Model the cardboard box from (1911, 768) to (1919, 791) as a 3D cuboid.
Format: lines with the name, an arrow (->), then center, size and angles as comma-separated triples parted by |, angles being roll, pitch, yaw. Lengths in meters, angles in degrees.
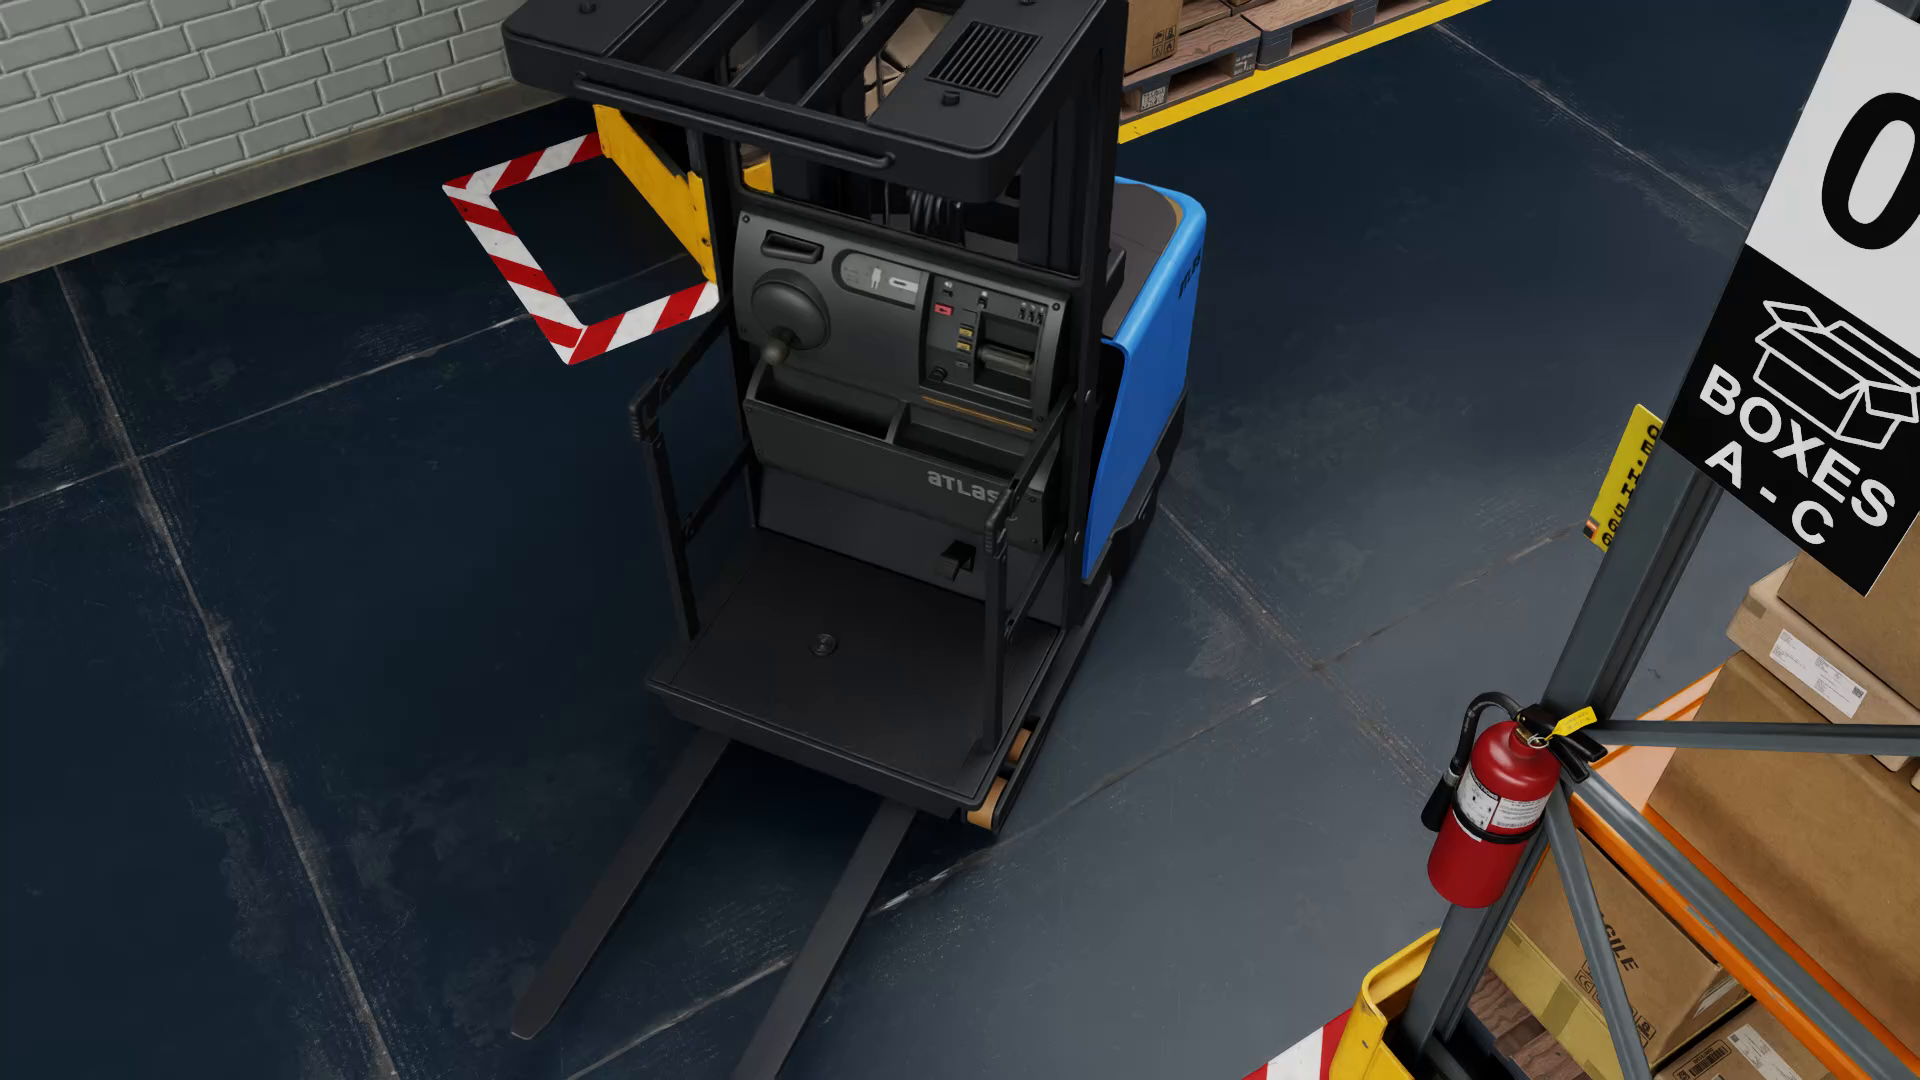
cardboard box -> 1.889, 0.453, 2.837 | 0.250, 0.149, 0.380 | -26, 53, -21

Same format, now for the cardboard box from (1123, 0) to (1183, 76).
cardboard box -> 0.559, -2.427, 7.282 | 0.500, 0.500, 0.700 | -28, 54, -23

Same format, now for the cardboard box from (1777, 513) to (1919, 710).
cardboard box -> 1.889, 0.058, 2.754 | 0.500, 0.500, 0.700 | -25, 53, -21

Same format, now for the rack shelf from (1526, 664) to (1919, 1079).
rack shelf -> 3.134, 0.164, 4.077 | 4.000, 0.370, 1.077 | -25, 53, -21

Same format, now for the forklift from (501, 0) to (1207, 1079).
forklift -> -0.255, -0.484, 4.219 | 1.130, 2.935, 3.031 | 18, 51, 15

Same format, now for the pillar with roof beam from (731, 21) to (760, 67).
pillar with roof beam -> 1.224, -2.507, 1.957 | 0.400, 9.000, 9.100 | -25, 53, -21

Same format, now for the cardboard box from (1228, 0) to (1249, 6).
cardboard box -> 1.323, -2.875, 7.681 | 0.500, 0.500, 0.500 | -29, 54, -23

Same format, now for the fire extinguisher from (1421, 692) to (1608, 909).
fire extinguisher -> 1.095, 0.501, 3.347 | 0.183, 0.674, 0.296 | -25, 53, -21

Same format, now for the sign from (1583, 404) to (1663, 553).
sign -> 1.165, -0.090, 2.888 | 0.005, 0.325, 0.100 | -25, 53, -21

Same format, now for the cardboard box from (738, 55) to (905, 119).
cardboard box -> -0.571, -1.876, 6.918 | 0.500, 0.311, 0.500 | -31, 55, -25

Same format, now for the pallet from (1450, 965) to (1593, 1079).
pallet -> 2.067, 1.318, 4.435 | 1.213, 0.211, 1.003 | -25, 53, -21

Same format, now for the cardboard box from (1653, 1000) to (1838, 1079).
cardboard box -> 2.015, 1.424, 4.034 | 0.500, 0.250, 0.500 | -25, 53, -21

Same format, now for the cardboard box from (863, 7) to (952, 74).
cardboard box -> -0.088, -2.103, 7.120 | 0.500, 0.311, 0.500 | -21, 52, -18

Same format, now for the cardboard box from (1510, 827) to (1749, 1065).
cardboard box -> 1.737, 0.846, 4.046 | 0.500, 0.500, 0.500 | -25, 53, -21

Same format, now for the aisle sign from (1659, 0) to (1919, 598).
aisle sign -> 1.230, -0.302, 2.269 | 0.004, 0.787, 0.394 | -25, 53, -21

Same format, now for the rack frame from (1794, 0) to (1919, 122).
rack frame -> 1.443, -1.273, 0.858 | 0.127, 3.000, 1.000 | -25, 53, -21

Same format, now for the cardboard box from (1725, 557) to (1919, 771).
cardboard box -> 1.664, 0.200, 3.062 | 0.250, 0.149, 0.380 | -26, 53, -21

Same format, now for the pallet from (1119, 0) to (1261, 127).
pallet -> 0.597, -2.293, 7.650 | 1.213, 0.211, 1.003 | -25, 53, -21

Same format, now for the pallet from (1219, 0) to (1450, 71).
pallet -> 1.630, -2.782, 8.086 | 1.213, 0.211, 1.003 | -25, 53, -21

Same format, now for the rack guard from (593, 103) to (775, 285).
rack guard -> -1.139, -1.604, 6.844 | 0.348, 0.500, 1.175 | -25, 53, -21

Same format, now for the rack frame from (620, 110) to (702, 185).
rack frame -> -1.204, -2.405, 5.883 | 0.127, 3.000, 1.000 | -25, 53, -21

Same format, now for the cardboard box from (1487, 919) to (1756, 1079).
cardboard box -> 1.739, 1.096, 4.325 | 0.500, 0.250, 0.500 | -25, 53, -21

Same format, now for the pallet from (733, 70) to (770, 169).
pallet -> -0.433, -1.810, 7.220 | 1.213, 0.211, 1.003 | -25, 53, -21

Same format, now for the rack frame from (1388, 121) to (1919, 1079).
rack frame -> 1.443, 0.722, 3.098 | 0.127, 3.000, 1.000 | -25, 53, -21

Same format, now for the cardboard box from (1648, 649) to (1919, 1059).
cardboard box -> 1.844, 0.511, 3.220 | 0.500, 0.500, 0.700 | -25, 53, -21

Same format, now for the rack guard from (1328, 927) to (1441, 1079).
rack guard -> 1.422, 1.563, 4.023 | 0.348, 0.500, 1.175 | -25, 53, -21
